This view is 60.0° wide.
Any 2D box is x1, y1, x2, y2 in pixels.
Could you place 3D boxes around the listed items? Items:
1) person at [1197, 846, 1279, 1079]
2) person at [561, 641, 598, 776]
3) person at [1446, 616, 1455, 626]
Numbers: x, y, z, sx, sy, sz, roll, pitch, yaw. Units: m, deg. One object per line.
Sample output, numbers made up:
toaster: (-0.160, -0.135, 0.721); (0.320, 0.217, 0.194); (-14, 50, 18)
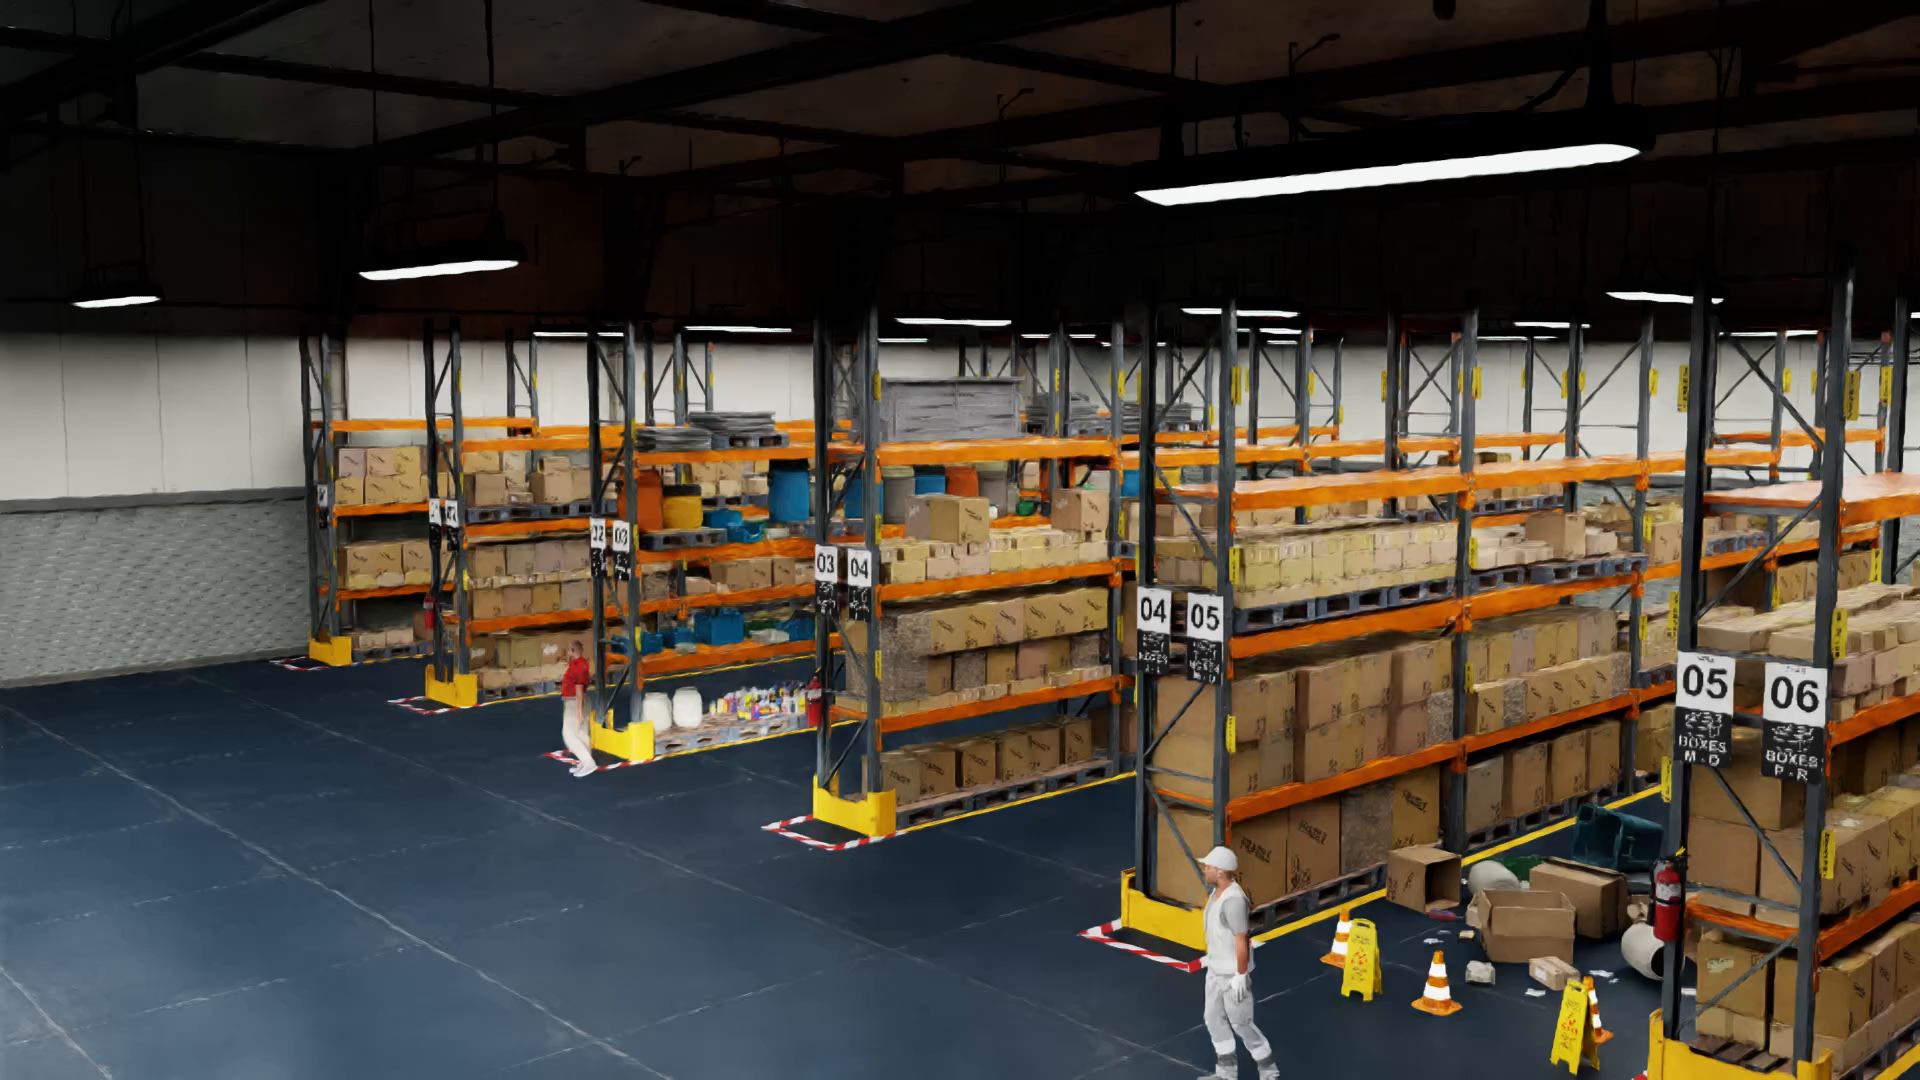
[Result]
person: (2.005, 3.085, 11.948); (0.571, 1.774, 0.580); (-1, 6, -8)
person: (-4.880, 2.159, 21.329); (0.488, 1.715, 0.675); (0, 6, 3)
person: (7.214, 1.882, 24.311); (1.119, 1.649, 0.543); (-6, 8, -44)
